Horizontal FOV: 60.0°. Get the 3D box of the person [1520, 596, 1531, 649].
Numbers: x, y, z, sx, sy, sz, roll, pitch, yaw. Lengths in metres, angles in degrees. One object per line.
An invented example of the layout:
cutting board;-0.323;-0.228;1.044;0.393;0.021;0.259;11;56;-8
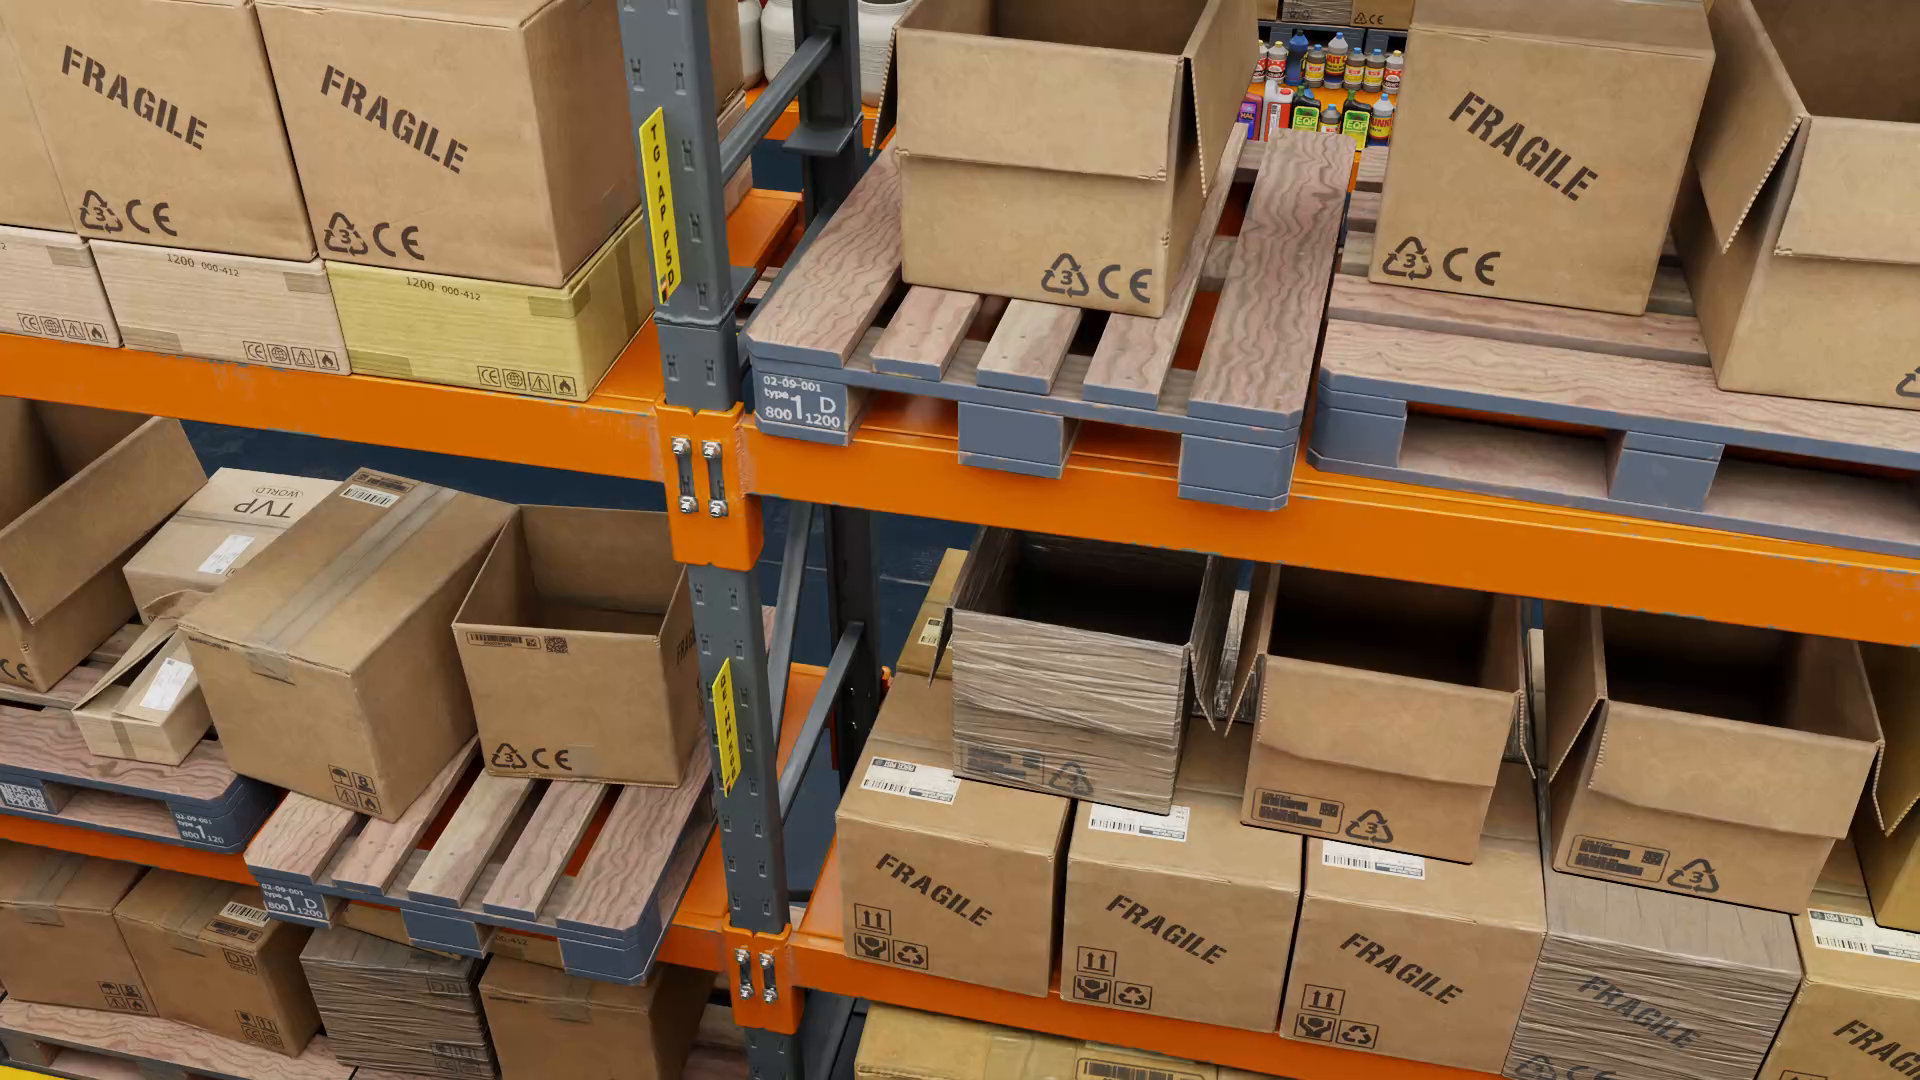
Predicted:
person;1.851;0.088;6.010;0.435;1.660;0.475;-8;38;-10
